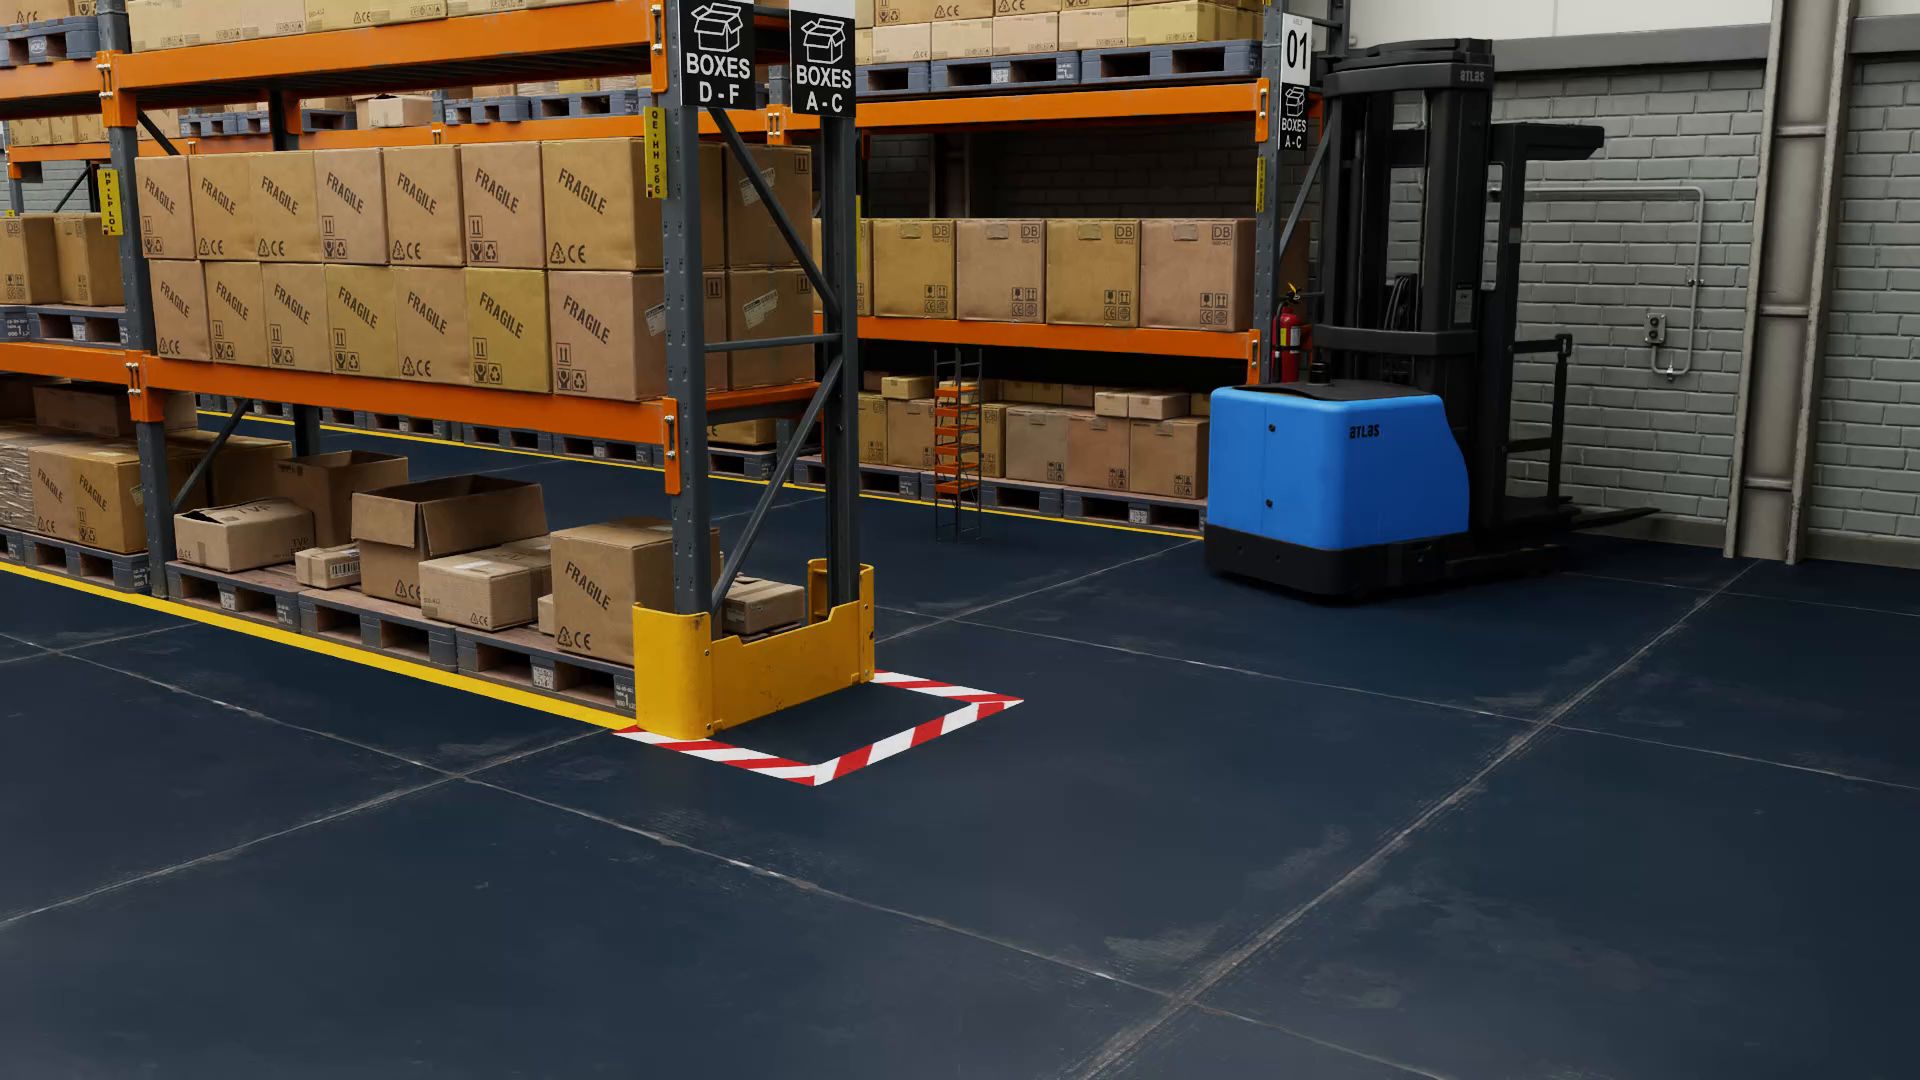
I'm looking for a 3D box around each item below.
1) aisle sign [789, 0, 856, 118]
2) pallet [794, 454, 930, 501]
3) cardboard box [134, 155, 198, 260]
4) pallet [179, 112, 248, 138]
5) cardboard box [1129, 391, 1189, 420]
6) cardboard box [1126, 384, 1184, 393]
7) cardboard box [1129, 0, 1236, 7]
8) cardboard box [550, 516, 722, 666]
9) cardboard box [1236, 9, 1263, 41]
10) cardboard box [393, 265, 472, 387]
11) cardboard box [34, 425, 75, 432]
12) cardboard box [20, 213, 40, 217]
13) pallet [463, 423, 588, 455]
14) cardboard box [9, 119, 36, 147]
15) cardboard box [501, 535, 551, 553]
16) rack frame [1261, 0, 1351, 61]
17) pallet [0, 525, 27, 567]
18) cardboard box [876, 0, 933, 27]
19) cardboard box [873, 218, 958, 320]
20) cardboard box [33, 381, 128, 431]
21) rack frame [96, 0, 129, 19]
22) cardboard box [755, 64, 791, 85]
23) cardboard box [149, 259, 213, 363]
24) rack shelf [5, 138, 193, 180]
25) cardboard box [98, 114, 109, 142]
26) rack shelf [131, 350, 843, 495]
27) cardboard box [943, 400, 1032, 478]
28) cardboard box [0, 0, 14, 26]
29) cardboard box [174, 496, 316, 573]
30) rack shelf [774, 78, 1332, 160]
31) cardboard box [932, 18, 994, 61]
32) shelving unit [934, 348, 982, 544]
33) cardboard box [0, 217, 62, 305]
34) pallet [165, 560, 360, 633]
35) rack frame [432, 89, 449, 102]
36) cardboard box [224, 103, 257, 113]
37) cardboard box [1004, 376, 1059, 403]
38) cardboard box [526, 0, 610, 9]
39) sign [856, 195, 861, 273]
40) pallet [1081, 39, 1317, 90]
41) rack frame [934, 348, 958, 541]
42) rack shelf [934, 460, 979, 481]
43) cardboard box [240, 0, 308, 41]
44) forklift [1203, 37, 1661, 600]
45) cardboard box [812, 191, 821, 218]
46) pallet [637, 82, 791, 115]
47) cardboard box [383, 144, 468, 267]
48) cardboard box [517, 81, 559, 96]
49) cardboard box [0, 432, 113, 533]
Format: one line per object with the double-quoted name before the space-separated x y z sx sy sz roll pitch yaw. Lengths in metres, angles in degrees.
"aisle sign" -0.547 -2.099 6.636 0.004 0.787 0.394 8 13 36
"pallet" -0.504 -0.527 12.698 1.213 0.211 1.003 8 13 36
"cardboard box" -3.786 -1.679 8.414 0.500 0.500 0.500 8 14 37
"pallet" -7.084 -4.188 16.876 1.003 0.211 1.213 8 13 36
"cardboard box" 1.319 -0.891 11.007 0.250 0.149 0.380 8 13 35
"cardboard box" 1.340 -0.978 11.456 0.250 0.149 0.380 8 14 36
"cardboard box" 1.402 -3.607 10.431 0.500 0.500 0.500 8 13 35
"cardboard box" -1.360 0.203 7.007 0.500 0.500 0.500 8 13 36
"cardboard box" 1.710 -3.318 10.911 0.500 0.250 0.500 9 14 38
"cardboard box" -2.117 -0.958 7.319 0.500 0.500 0.500 8 14 36
"cardboard box" -5.487 -0.488 10.576 0.500 0.500 0.500 7 13 33
"cardboard box" -10.536 -3.547 19.337 0.500 0.500 0.500 8 14 36
"pallet" -3.704 -0.974 15.009 1.213 0.211 1.003 8 13 36
"cardboard box" -10.621 -4.798 19.222 0.500 0.500 0.500 8 14 37
"cardboard box" -1.852 0.132 8.032 0.500 0.250 0.500 8 13 36
"rack frame" 2.154 -4.489 10.043 0.127 3.000 1.000 8 13 36
"pallet" -5.665 -0.088 10.431 1.213 0.211 1.003 8 13 36
"cardboard box" -0.244 -3.836 11.616 0.500 0.500 0.500 8 13 34
"cardboard box" -0.058 -1.994 12.152 0.700 0.700 0.980 8 13 34
"cardboard box" -5.456 -0.852 10.486 0.500 0.250 0.500 8 13 34
"rack frame" -4.000 -4.180 8.445 0.127 3.000 1.000 8 13 36
"cardboard box" -1.715 -3.847 13.199 0.500 0.500 0.700 7 13 32
"cardboard box" -3.750 -1.185 8.494 0.500 0.500 0.500 8 14 37
"rack shelf" -9.131 -4.237 18.532 4.000 0.370 1.077 8 13 36
"cardboard box" -8.941 -4.559 17.984 0.500 0.500 0.500 7 13 33
"rack shelf" -2.388 -0.657 7.921 4.000 0.370 1.077 8 13 36
"cardboard box" 0.287 -0.758 12.025 0.500 0.500 0.700 8 14 37
"cardboard box" -5.439 -3.229 9.795 0.600 0.600 0.600 7 13 33
"cardboard box" -3.789 -0.050 8.814 0.500 0.311 0.500 8 13 36
"rack shelf" 0.542 -2.888 11.558 4.000 0.370 1.077 8 13 36
"cardboard box" 0.151 -3.414 11.407 0.500 0.250 0.500 7 13 34
"shelving unit" -0.012 -0.591 10.424 0.189 1.200 0.258 8 13 36
"cardboard box" -5.460 -1.679 9.944 0.500 0.500 0.700 4 12 21
"pallet" -3.447 0.212 8.880 1.213 0.211 1.003 8 13 36
"rack frame" -4.295 -5.389 14.692 0.127 3.000 1.000 8 13 36
"cardboard box" -7.125 -4.547 16.871 0.500 0.500 0.500 11 15 44
"cardboard box" 0.523 -1.092 12.045 0.250 0.149 0.380 8 13 35
"cardboard box" -1.346 -2.202 6.510 0.500 0.250 0.500 8 13 36
"sign" -0.455 -1.293 7.038 0.005 0.325 0.100 8 13 36
"pallet" 1.549 -3.055 10.759 1.213 0.211 1.003 8 13 36
"rack frame" -0.085 -0.601 10.477 0.006 1.200 0.240 8 13 36
"rack shelf" -0.012 -0.429 10.455 0.180 0.103 0.258 8 13 36
"cardboard box" -2.951 -2.428 7.681 0.500 0.250 0.500 8 13 36
"forklift" 2.902 -1.310 9.583 3.031 2.935 1.130 -7 13 -32
"cardboard box" -1.287 -2.658 13.300 0.500 0.250 0.500 8 14 37
"pallet" -1.839 -3.468 13.164 1.217 0.209 0.805 7 13 33
"cardboard box" -2.125 -1.447 7.218 0.500 0.500 0.500 8 14 37
"cardboard box" -3.412 -4.084 14.423 0.500 0.500 0.700 7 13 32
"cardboard box" -5.364 -0.348 9.856 0.500 0.500 0.500 8 14 36
